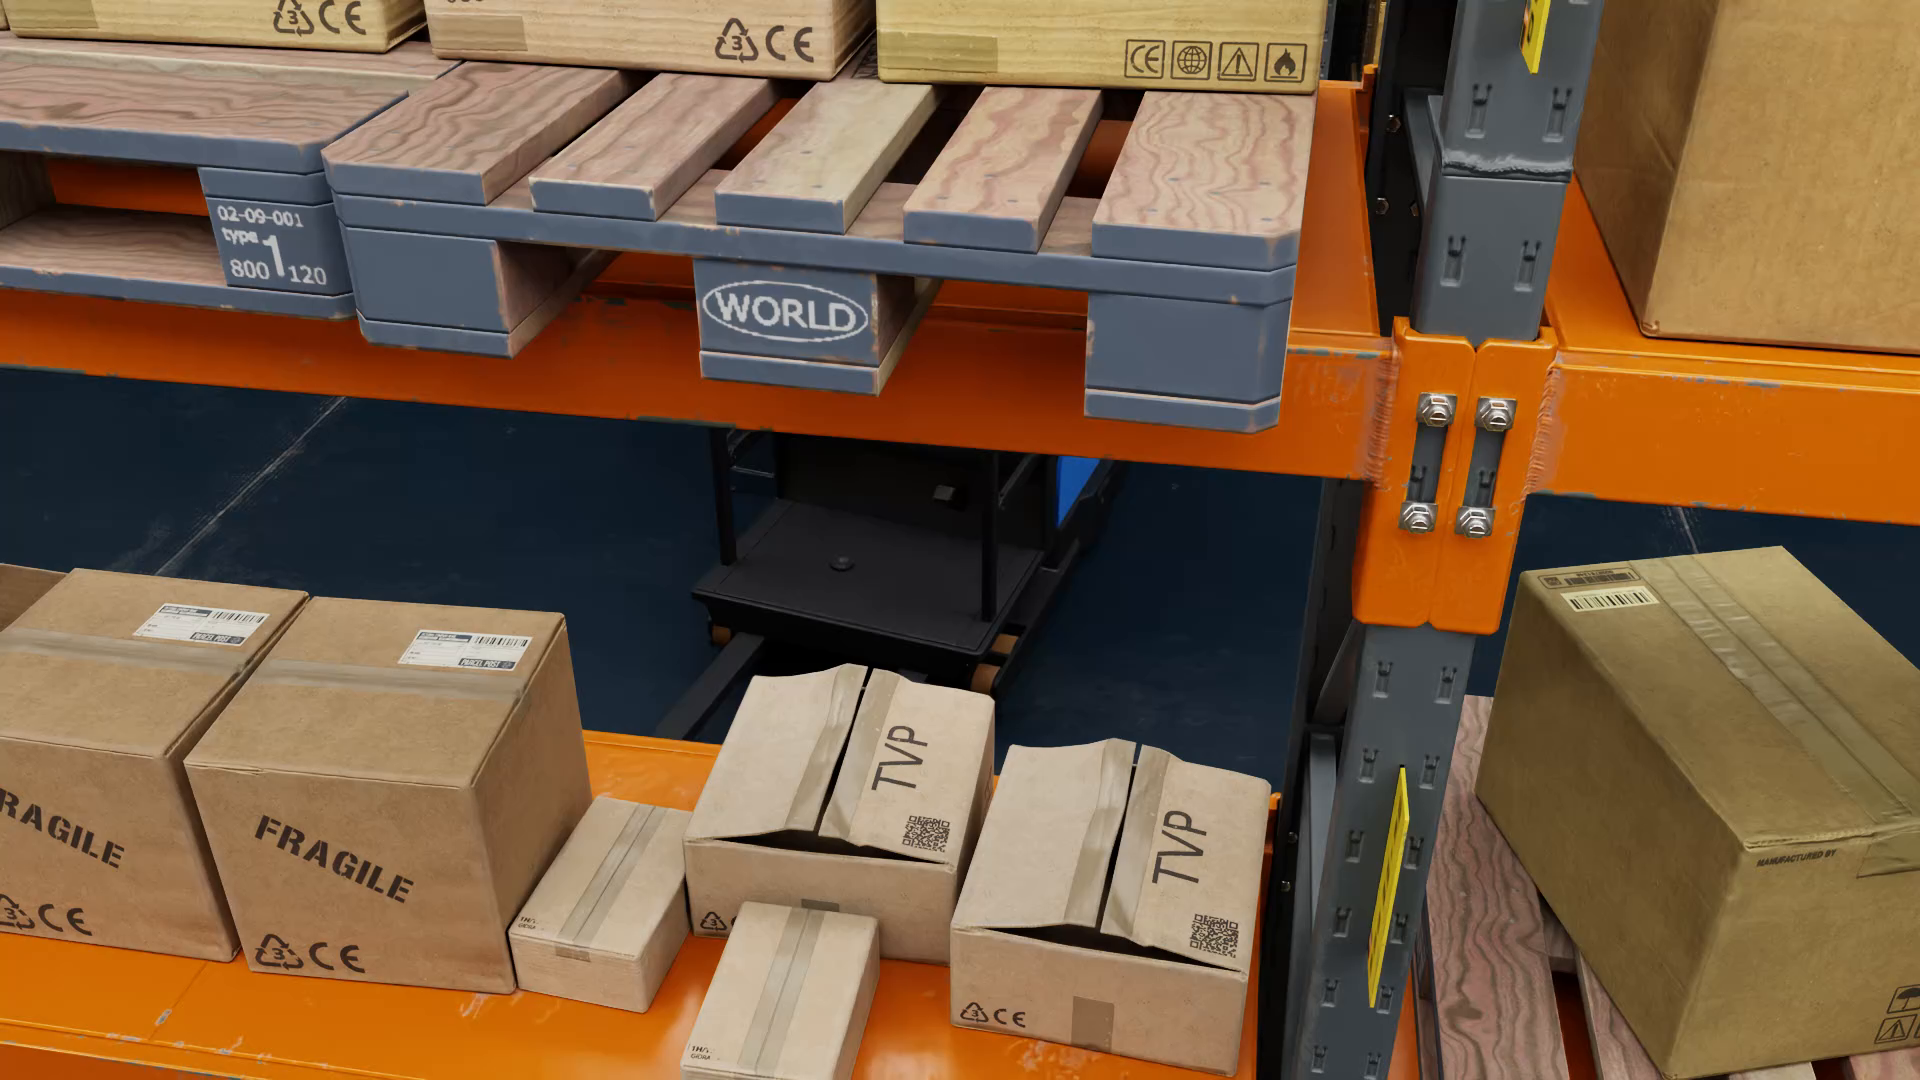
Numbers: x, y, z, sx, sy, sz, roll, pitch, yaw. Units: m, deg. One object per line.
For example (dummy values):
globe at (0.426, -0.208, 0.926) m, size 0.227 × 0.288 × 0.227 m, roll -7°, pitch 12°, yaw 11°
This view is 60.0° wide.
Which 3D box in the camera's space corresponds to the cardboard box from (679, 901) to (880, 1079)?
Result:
cardboard box at (-0.299, 0.817, 2.854) m, size 0.250 × 0.149 × 0.380 m, roll 5°, pitch 32°, yaw 8°

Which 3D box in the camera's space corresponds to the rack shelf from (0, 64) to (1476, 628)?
rack shelf at (-1.338, -0.499, 2.570) m, size 4.000 × 0.370 × 1.077 m, roll 5°, pitch 32°, yaw 8°

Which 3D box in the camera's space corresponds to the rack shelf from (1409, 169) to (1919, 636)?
rack shelf at (2.605, -0.142, 2.000) m, size 4.000 × 0.370 × 1.077 m, roll 5°, pitch 32°, yaw 8°

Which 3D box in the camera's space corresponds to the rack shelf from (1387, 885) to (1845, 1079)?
rack shelf at (2.605, 1.130, 2.796) m, size 4.000 × 0.370 × 1.077 m, roll 5°, pitch 32°, yaw 8°

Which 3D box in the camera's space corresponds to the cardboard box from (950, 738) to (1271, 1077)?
cardboard box at (0.283, 0.629, 3.002) m, size 0.500 × 0.311 × 0.500 m, roll 7°, pitch 33°, yaw 11°

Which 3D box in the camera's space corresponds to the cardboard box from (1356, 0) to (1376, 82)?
cardboard box at (1.974, -2.217, 7.072) m, size 0.500 × 0.500 × 0.500 m, roll 5°, pitch 32°, yaw 9°

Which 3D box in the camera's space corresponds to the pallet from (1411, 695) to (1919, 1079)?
pallet at (1.314, 0.752, 2.903) m, size 1.003 × 0.211 × 1.213 m, roll 5°, pitch 32°, yaw 8°

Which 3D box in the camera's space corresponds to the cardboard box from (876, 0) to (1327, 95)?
cardboard box at (0.177, -0.751, 2.040) m, size 0.500 × 0.250 × 0.500 m, roll 3°, pitch 32°, yaw 5°

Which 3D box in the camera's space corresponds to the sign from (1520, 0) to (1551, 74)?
sign at (0.533, -0.588, 1.474) m, size 0.005 × 0.325 × 0.100 m, roll 5°, pitch 32°, yaw 8°

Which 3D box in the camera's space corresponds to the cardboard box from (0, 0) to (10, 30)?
cardboard box at (-1.435, -0.894, 2.269) m, size 0.500 × 0.250 × 0.500 m, roll 3°, pitch 32°, yaw 4°

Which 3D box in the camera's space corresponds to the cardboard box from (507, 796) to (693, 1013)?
cardboard box at (-0.633, 0.669, 3.092) m, size 0.250 × 0.149 × 0.380 m, roll 8°, pitch 33°, yaw 12°

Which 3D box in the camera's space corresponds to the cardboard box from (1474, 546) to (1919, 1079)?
cardboard box at (1.274, 0.423, 2.757) m, size 0.500 × 0.500 × 0.700 m, roll -5°, pitch 32°, yaw -8°

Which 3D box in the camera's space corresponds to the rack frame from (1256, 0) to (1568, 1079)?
rack frame at (0.634, 0.646, 2.890) m, size 0.127 × 3.000 × 1.000 m, roll 5°, pitch 32°, yaw 8°

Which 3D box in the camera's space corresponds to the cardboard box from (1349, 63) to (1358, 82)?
cardboard box at (1.828, -1.952, 7.259) m, size 0.250 × 0.149 × 0.380 m, roll 6°, pitch 32°, yaw 9°

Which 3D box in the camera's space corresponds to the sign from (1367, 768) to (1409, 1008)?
sign at (0.544, 0.446, 2.119) m, size 0.005 × 0.325 × 0.100 m, roll 5°, pitch 32°, yaw 8°

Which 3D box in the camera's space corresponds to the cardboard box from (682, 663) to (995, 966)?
cardboard box at (-0.215, 0.503, 3.203) m, size 0.500 × 0.311 × 0.500 m, roll 5°, pitch 32°, yaw 8°

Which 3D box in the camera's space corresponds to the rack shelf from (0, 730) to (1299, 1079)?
rack shelf at (-1.338, 0.773, 3.366) m, size 4.000 × 0.370 × 1.077 m, roll 5°, pitch 32°, yaw 8°

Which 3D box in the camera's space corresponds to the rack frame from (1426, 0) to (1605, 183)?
rack frame at (0.634, -1.897, 1.298) m, size 0.127 × 3.000 × 1.000 m, roll 5°, pitch 32°, yaw 8°

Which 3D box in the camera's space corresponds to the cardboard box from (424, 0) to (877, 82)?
cardboard box at (-0.343, -0.788, 2.100) m, size 0.500 × 0.250 × 0.500 m, roll 6°, pitch 33°, yaw 10°

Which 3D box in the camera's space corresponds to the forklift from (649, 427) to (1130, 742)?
forklift at (-0.270, -0.897, 5.420) m, size 1.130 × 2.935 × 3.031 m, roll 11°, pitch 34°, yaw 18°

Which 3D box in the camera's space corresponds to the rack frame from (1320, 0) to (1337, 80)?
rack frame at (1.464, -1.945, 7.030) m, size 0.127 × 3.000 × 1.000 m, roll 5°, pitch 32°, yaw 8°

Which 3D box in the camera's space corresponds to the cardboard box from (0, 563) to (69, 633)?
cardboard box at (-2.035, 0.371, 3.236) m, size 0.500 × 0.500 × 0.500 m, roll 7°, pitch 33°, yaw 12°

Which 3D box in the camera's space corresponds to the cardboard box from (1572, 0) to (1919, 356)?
cardboard box at (1.070, -0.646, 2.034) m, size 0.500 × 0.500 × 0.910 m, roll 5°, pitch 32°, yaw 8°

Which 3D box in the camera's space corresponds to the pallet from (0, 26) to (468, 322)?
pallet at (-1.153, -0.657, 2.323) m, size 1.213 × 0.211 × 1.003 m, roll 7°, pitch 33°, yaw 10°

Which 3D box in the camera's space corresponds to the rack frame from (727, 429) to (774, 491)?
rack frame at (-0.830, -0.823, 6.638) m, size 0.400 × 1.500 × 0.023 m, roll 11°, pitch 34°, yaw 14°

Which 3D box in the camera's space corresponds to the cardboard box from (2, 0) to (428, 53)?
cardboard box at (-0.905, -0.845, 2.191) m, size 0.500 × 0.250 × 0.500 m, roll 5°, pitch 32°, yaw 7°

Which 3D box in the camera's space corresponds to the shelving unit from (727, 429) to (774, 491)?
shelving unit at (-0.718, -1.009, 6.933) m, size 0.431 × 1.500 × 0.755 m, roll 11°, pitch 34°, yaw 14°

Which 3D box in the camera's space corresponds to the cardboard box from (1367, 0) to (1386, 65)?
cardboard box at (1.899, -1.944, 6.636) m, size 0.500 × 0.500 × 0.500 m, roll 6°, pitch 33°, yaw 10°

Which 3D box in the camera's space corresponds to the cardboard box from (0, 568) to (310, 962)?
cardboard box at (-1.542, 0.416, 3.164) m, size 0.500 × 0.500 × 0.500 m, roll 5°, pitch 32°, yaw 8°

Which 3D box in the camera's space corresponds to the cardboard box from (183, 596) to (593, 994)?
cardboard box at (-1.023, 0.463, 3.089) m, size 0.500 × 0.500 × 0.500 m, roll 3°, pitch 32°, yaw 6°

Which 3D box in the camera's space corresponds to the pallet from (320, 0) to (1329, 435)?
pallet at (-0.050, -0.559, 2.166) m, size 1.003 × 0.211 × 1.213 m, roll 7°, pitch 33°, yaw 10°
